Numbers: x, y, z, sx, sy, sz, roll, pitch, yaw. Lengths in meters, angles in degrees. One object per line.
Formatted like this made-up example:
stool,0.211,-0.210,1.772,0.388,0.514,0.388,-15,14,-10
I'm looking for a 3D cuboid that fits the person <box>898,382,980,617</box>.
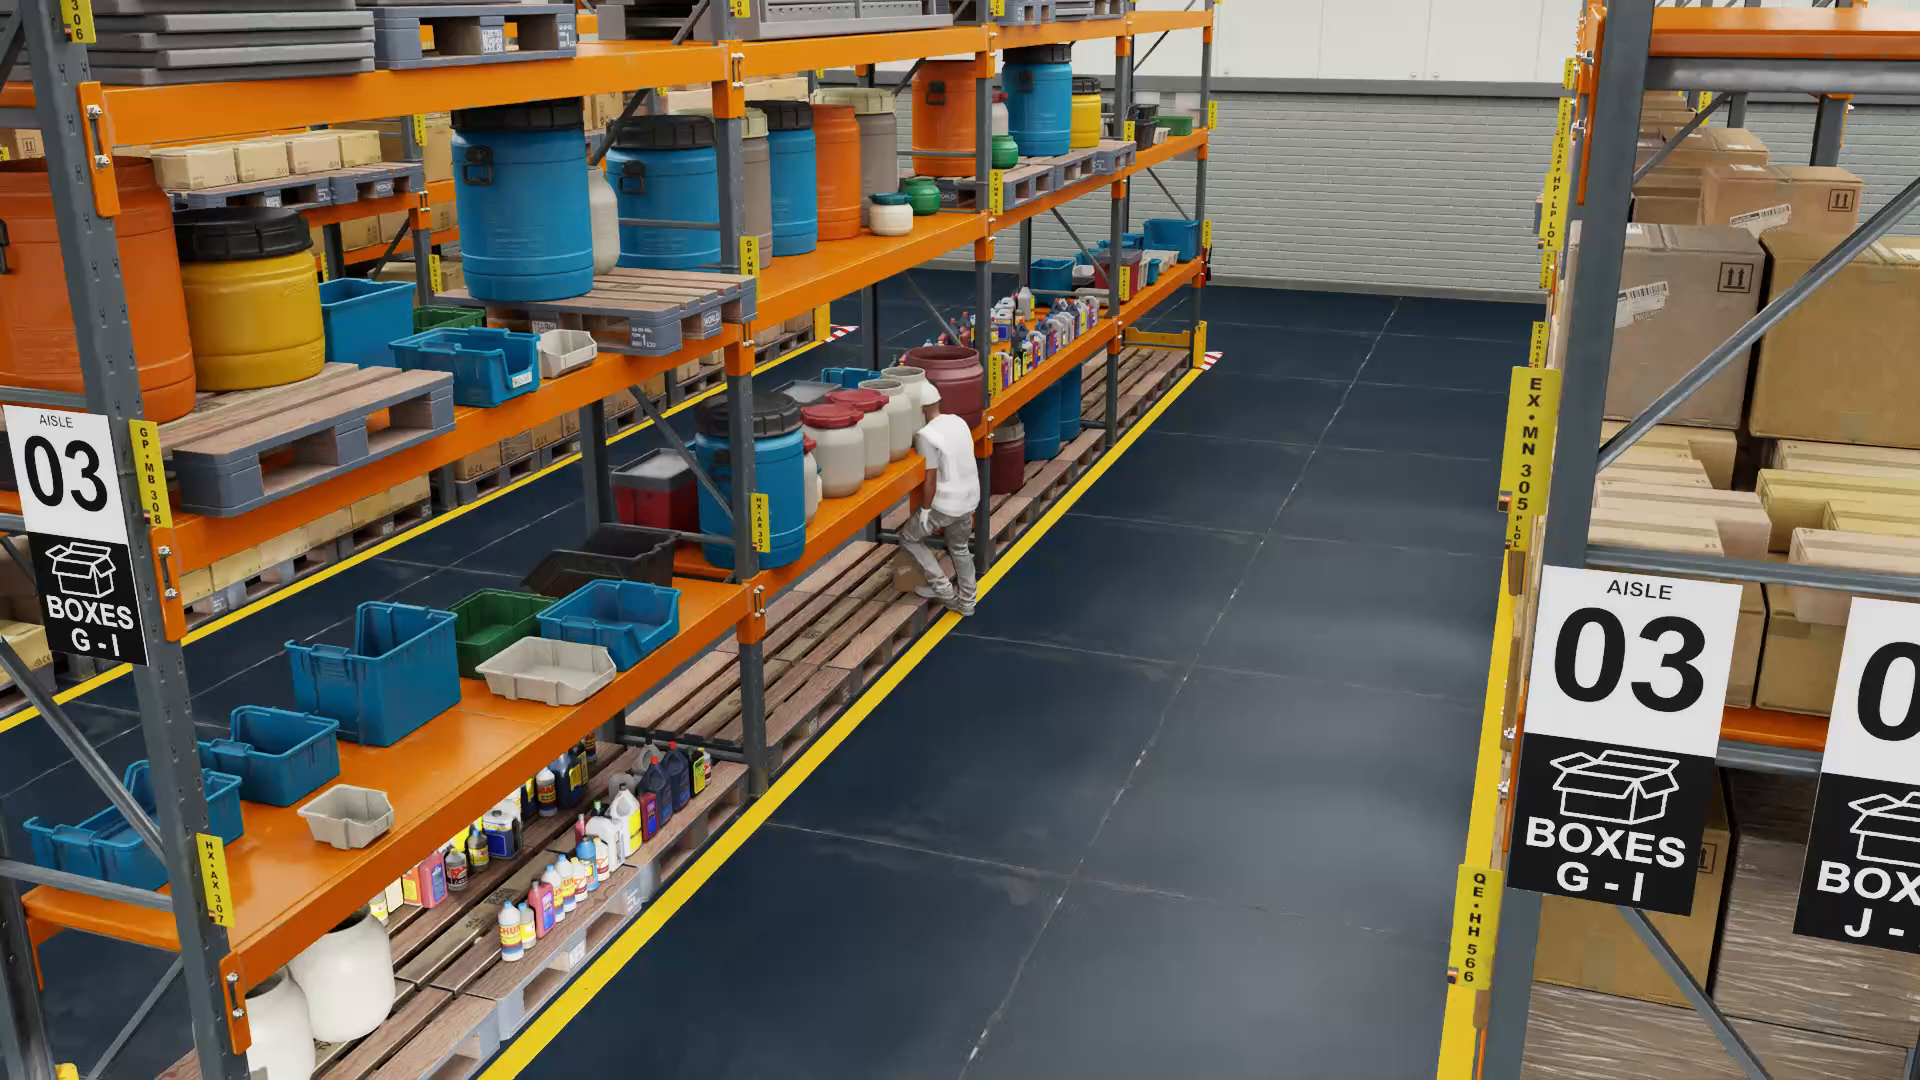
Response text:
person,-0.142,-0.259,11.854,0.541,1.751,0.633,12,22,32
